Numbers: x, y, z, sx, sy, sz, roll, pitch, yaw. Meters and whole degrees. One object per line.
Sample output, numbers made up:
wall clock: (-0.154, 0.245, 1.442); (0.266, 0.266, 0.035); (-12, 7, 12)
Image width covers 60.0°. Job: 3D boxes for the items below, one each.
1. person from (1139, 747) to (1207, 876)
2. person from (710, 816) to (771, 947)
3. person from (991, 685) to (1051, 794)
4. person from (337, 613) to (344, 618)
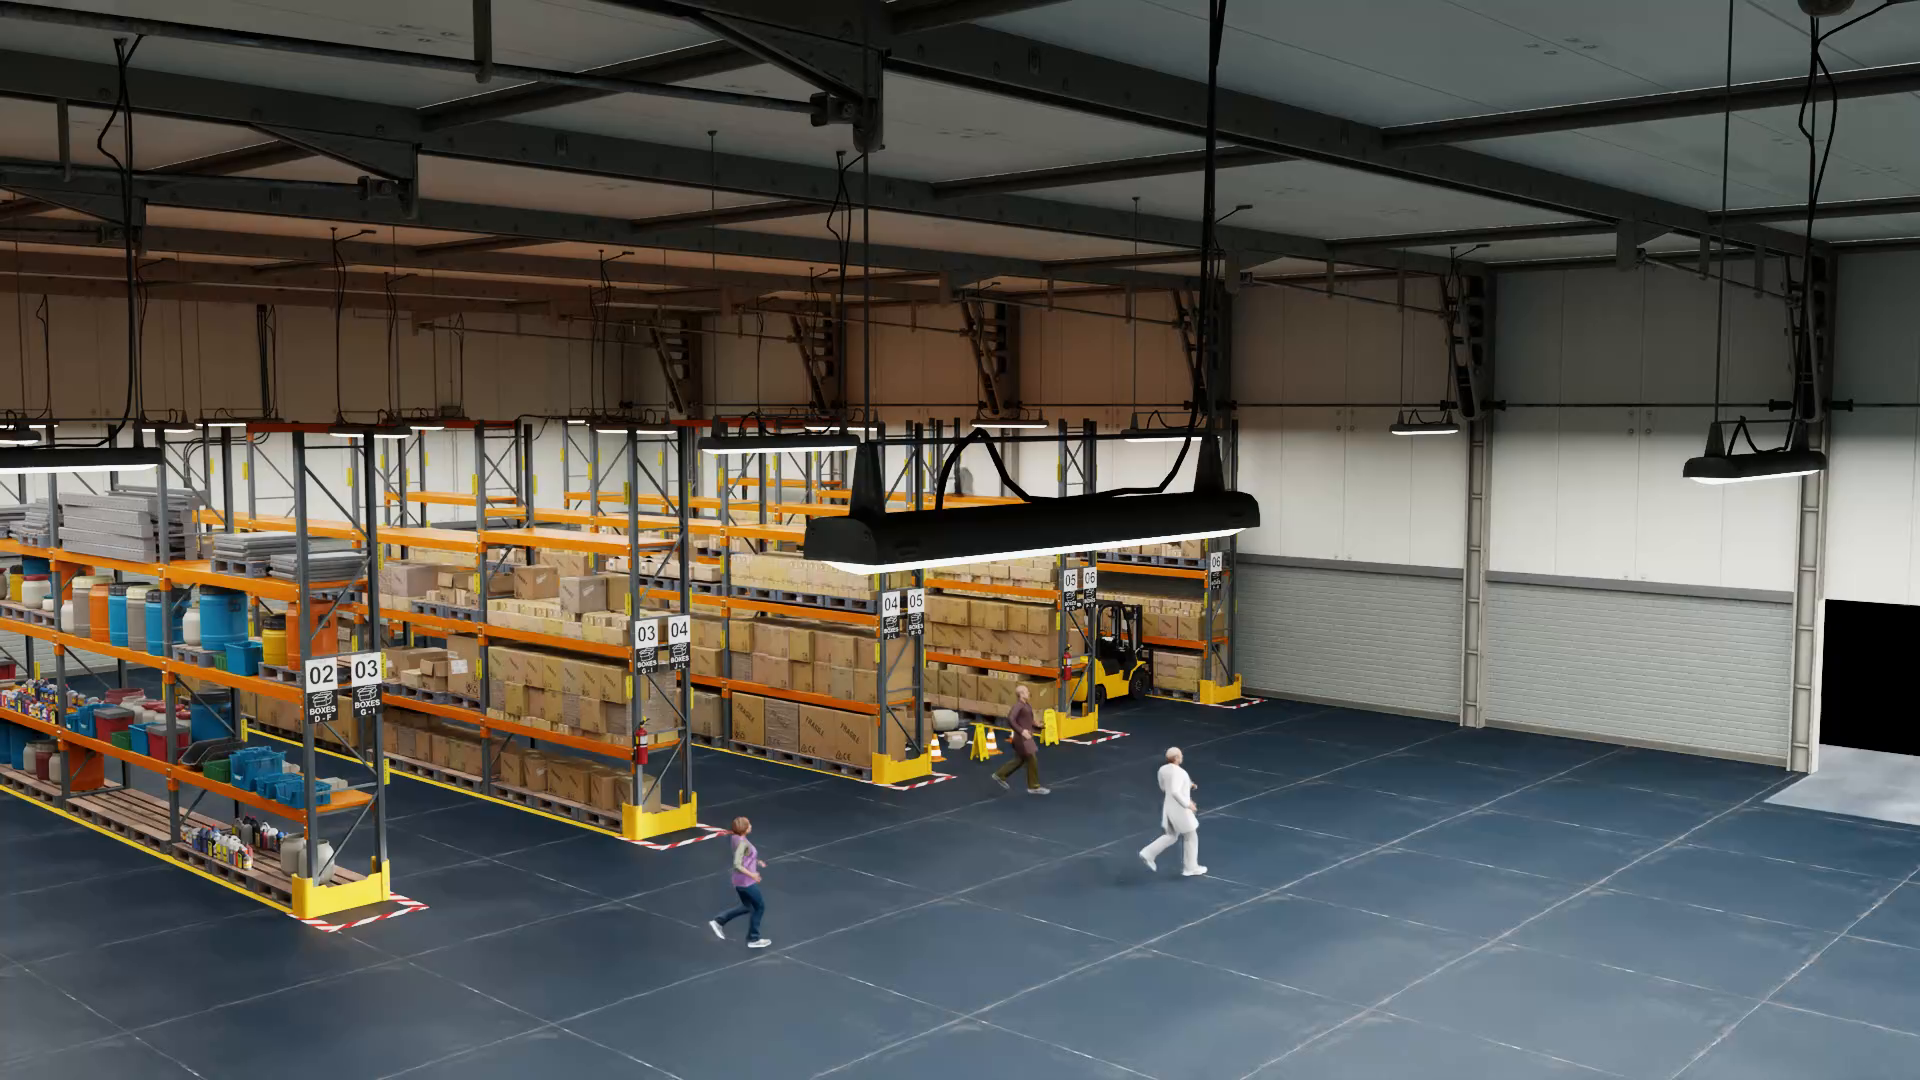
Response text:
person: (2.872, 3.633, 22.206); (0.979, 1.752, 0.719); (-2, 5, -23)
person: (-2.543, 3.974, 19.285); (0.705, 1.555, 0.544); (-2, 5, -19)
person: (0.980, 3.223, 26.881); (0.976, 1.764, 0.718); (0, 5, 3)
person: (-14.094, 2.464, 37.614); (0.683, 1.626, 0.560); (-1, 5, -12)
